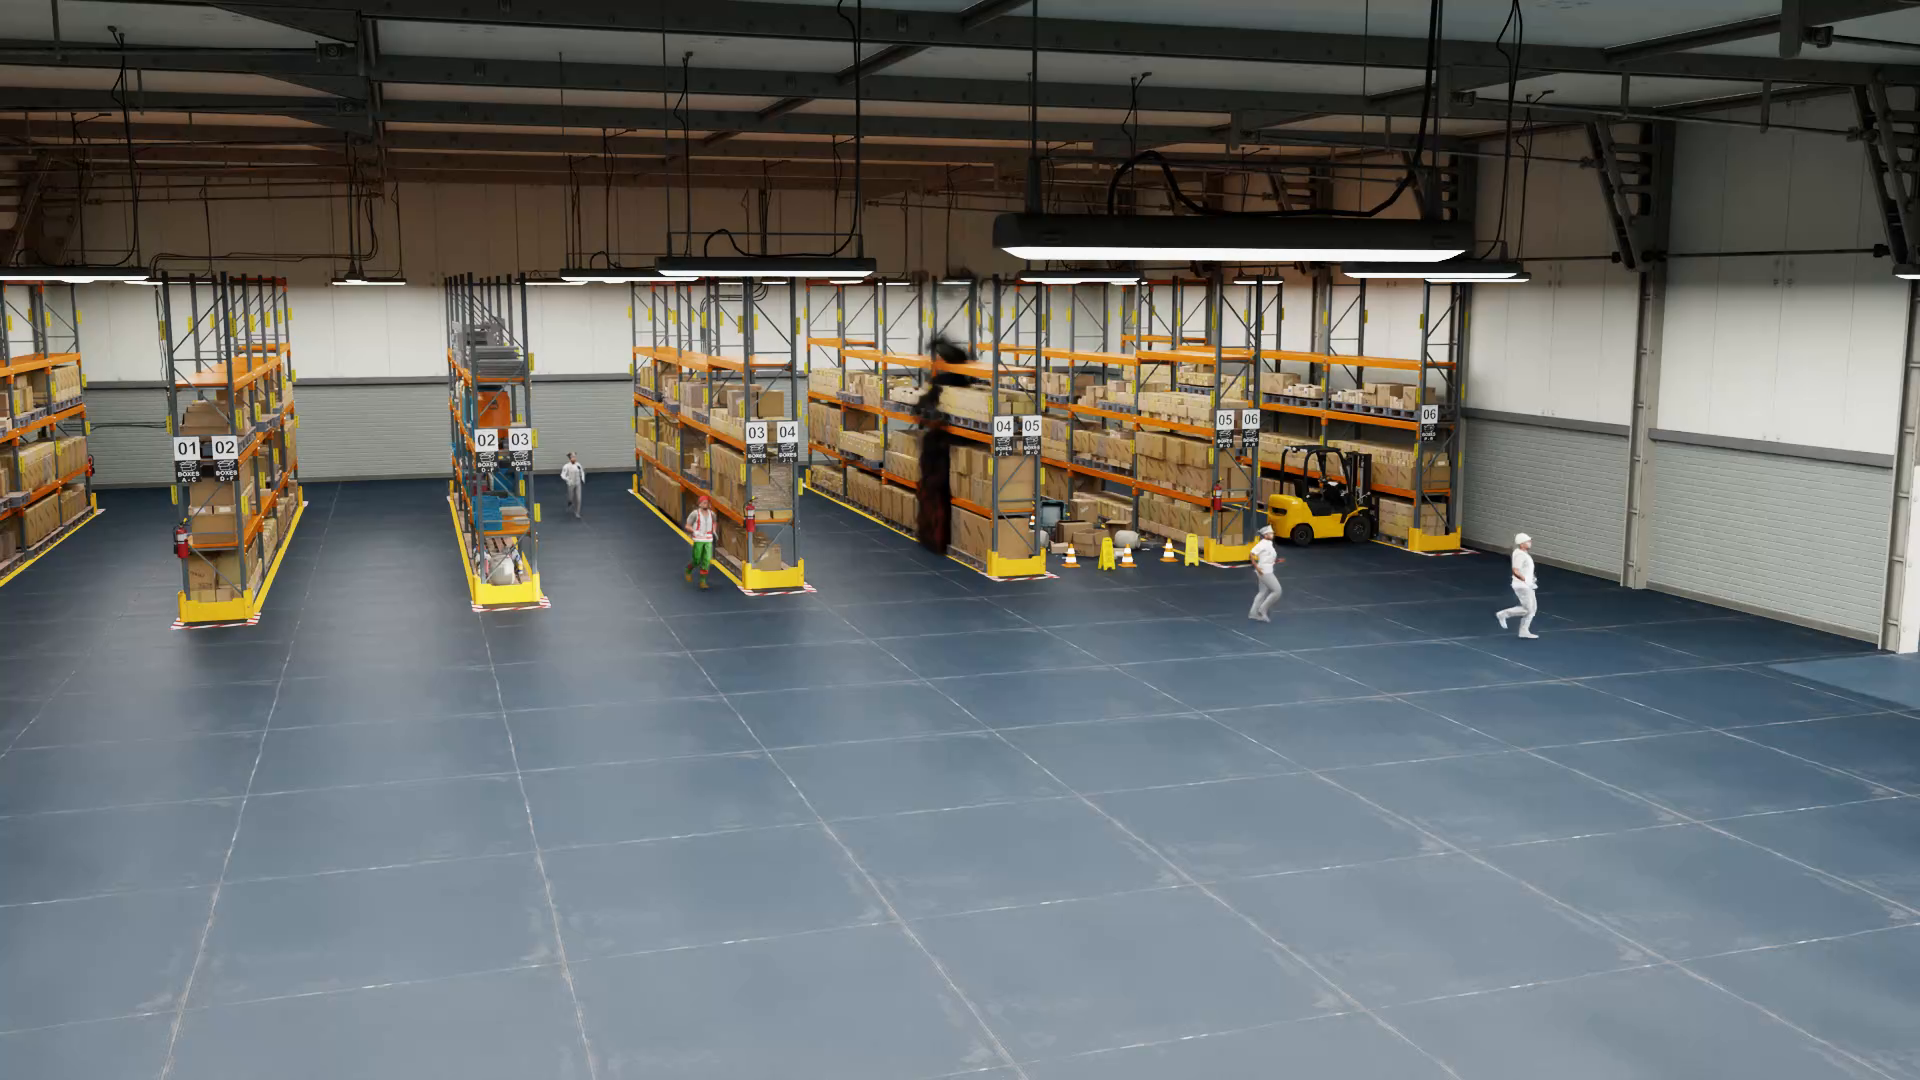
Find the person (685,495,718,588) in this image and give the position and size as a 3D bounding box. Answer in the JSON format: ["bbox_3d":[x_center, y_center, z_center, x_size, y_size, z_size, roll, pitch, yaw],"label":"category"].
[{"bbox_3d":[-4.946,0.019,32.051,0.693,1.763,0.854,-5,10,-32],"label":"person"}]

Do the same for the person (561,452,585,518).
[{"bbox_3d":[-9.712,-1.394,41.849,0.620,1.639,0.663,-5,10,-28],"label":"person"}]

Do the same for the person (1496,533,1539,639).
[{"bbox_3d":[9.210,0.751,27.388,0.689,1.743,0.683,3,9,20],"label":"person"}]

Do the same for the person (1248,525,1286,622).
[{"bbox_3d":[5.307,0.575,28.681,0.628,1.680,0.561,2,9,16],"label":"person"}]
